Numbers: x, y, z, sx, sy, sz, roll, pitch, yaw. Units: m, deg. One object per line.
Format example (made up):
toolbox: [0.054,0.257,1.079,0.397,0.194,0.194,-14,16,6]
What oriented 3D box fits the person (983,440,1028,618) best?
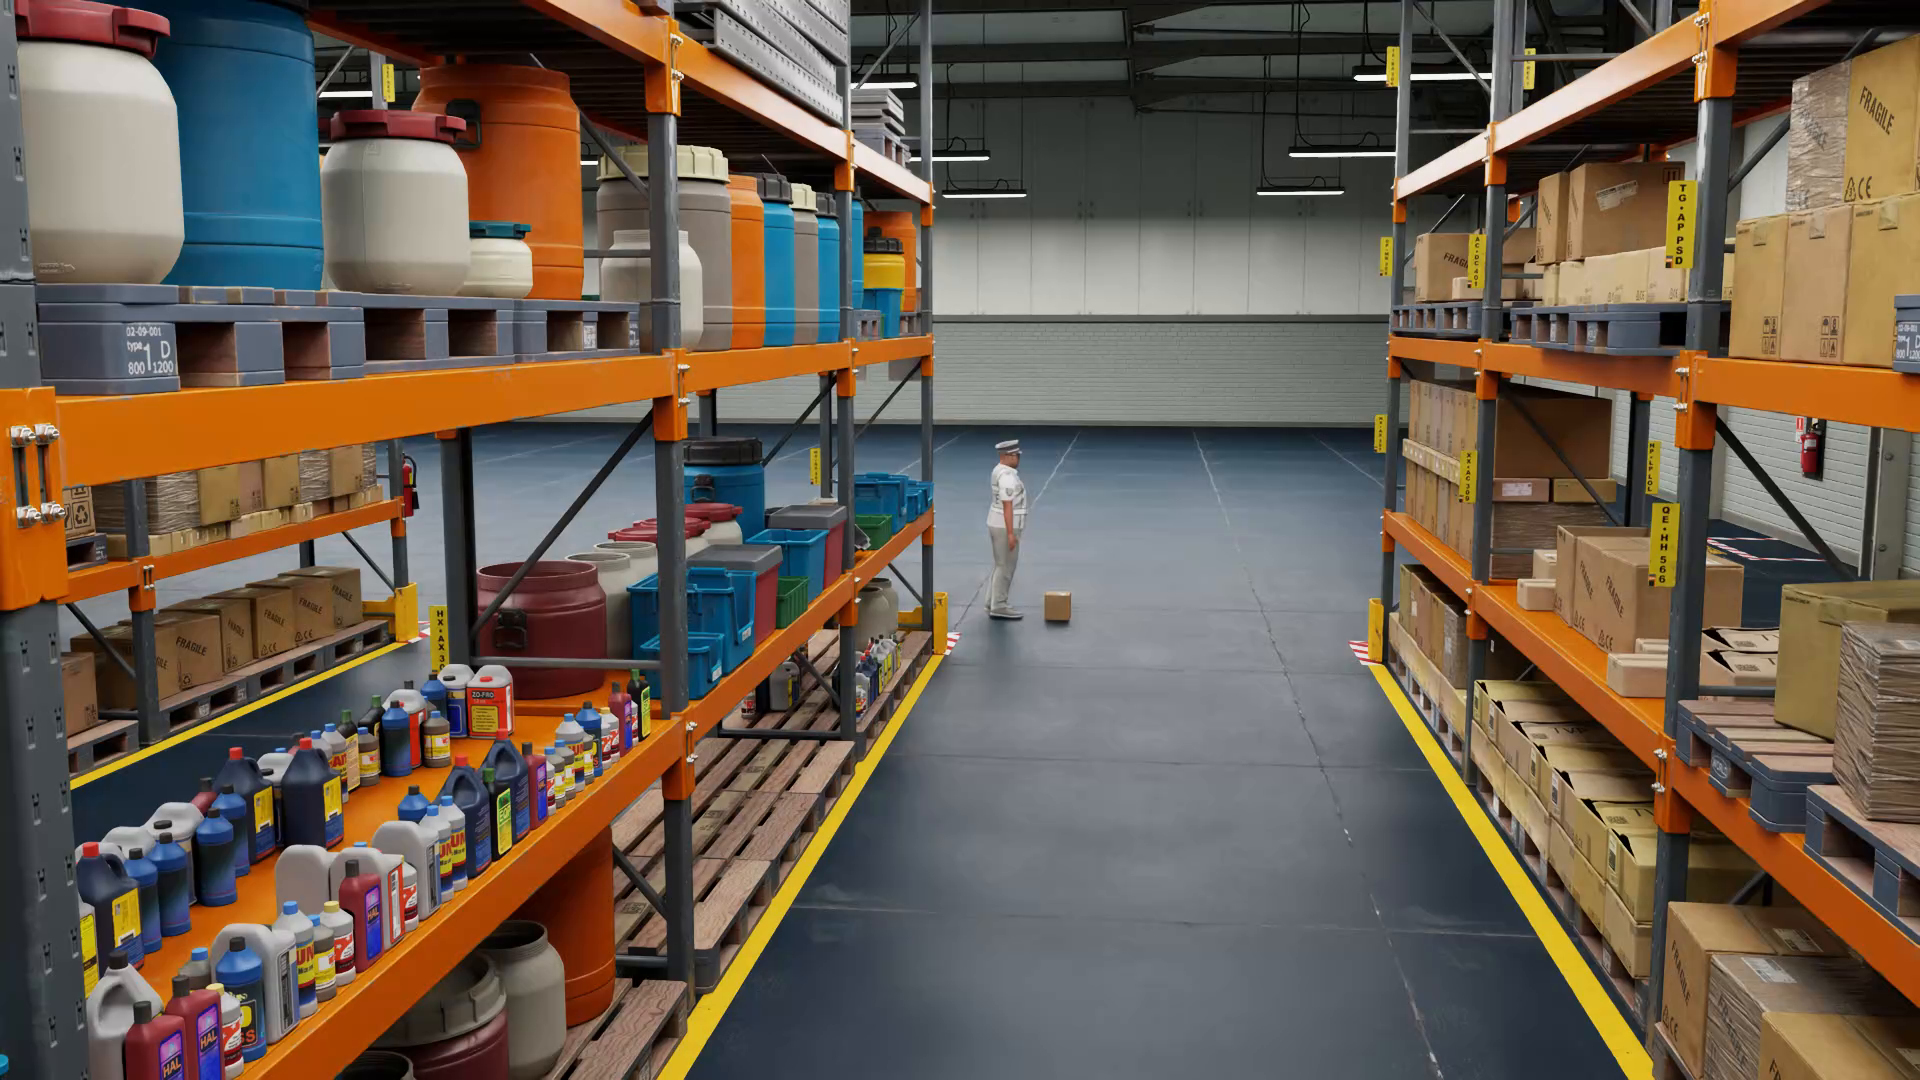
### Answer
person: [0.461,-0.113,16.508,0.424,1.767,0.579,-1,8,-6]
